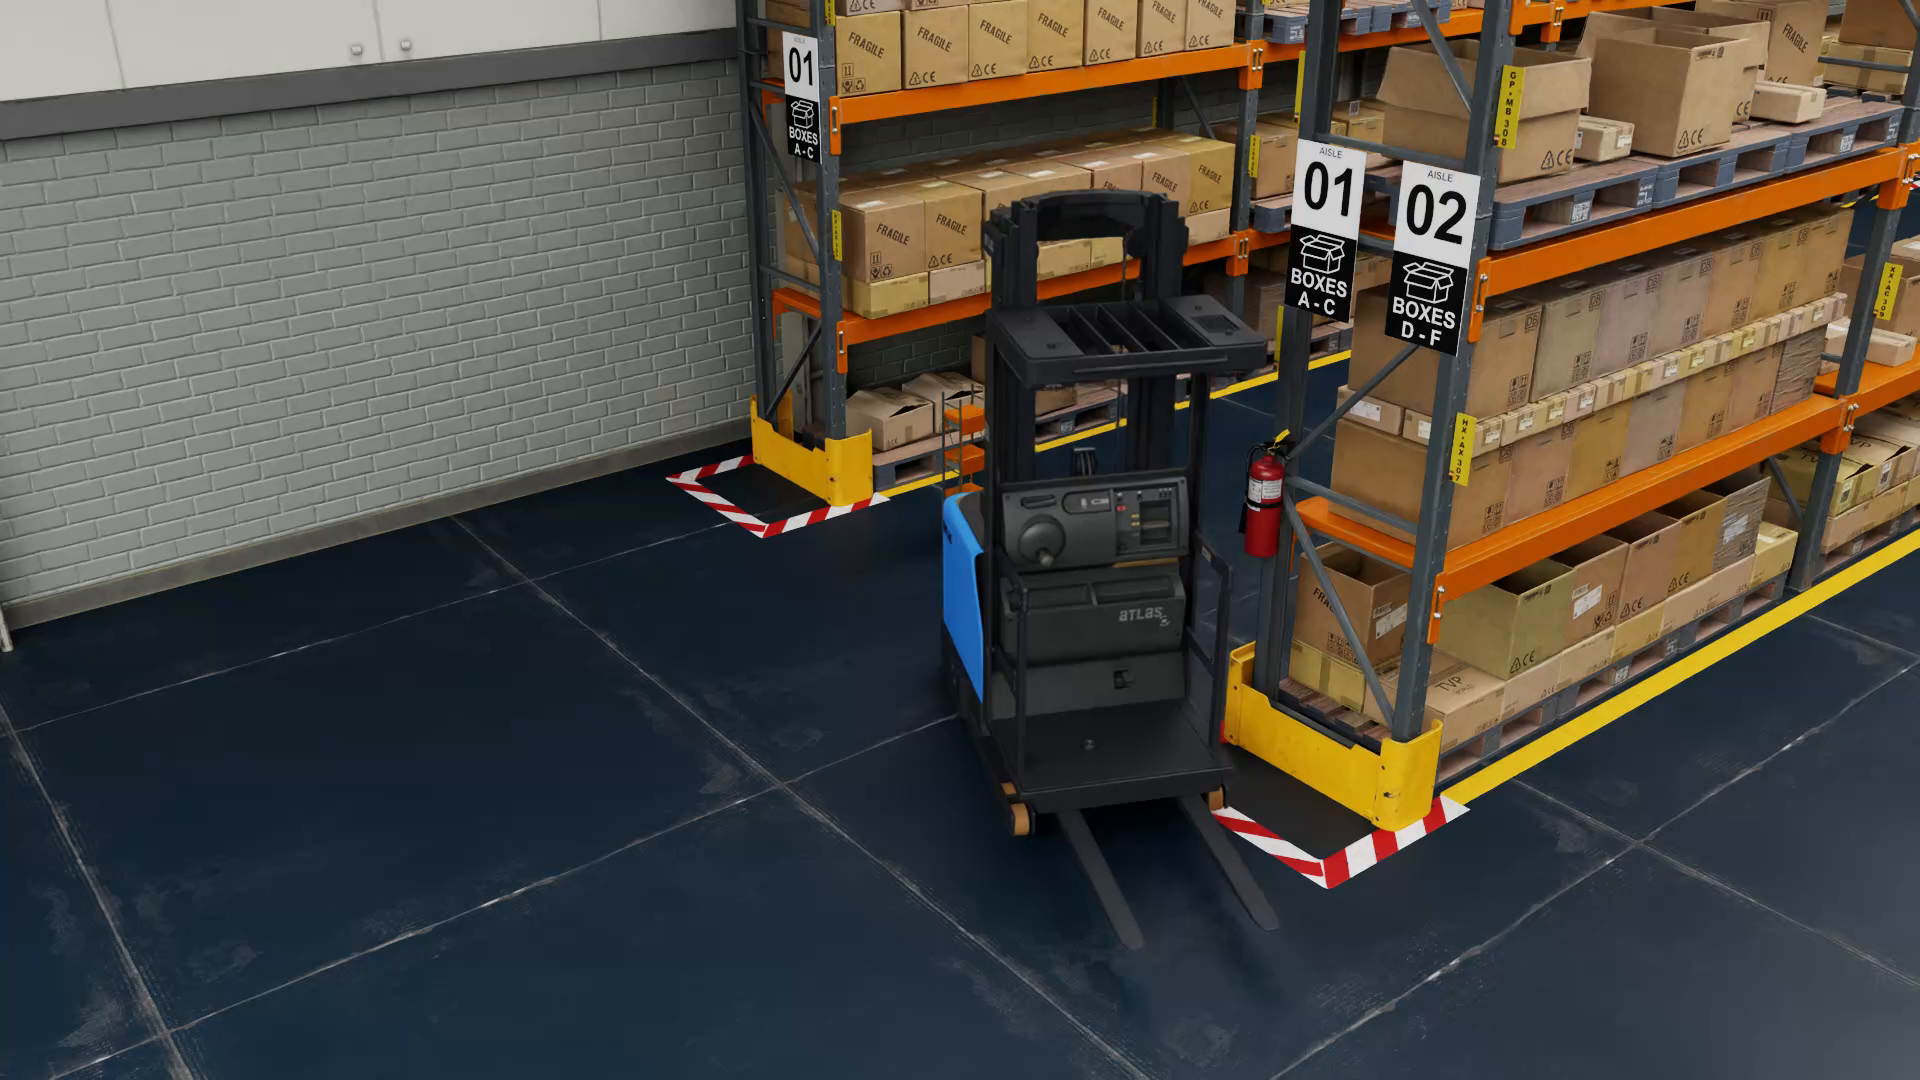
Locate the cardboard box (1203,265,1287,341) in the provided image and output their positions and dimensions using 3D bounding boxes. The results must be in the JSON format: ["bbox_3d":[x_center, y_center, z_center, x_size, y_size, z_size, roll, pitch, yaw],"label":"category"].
[{"bbox_3d":[2.566,-2.103,14.666,0.500,0.500,0.700,-17,30,-32],"label":"cardboard box"}]

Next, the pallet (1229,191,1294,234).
[{"bbox_3d":[2.688,-2.904,14.172,1.213,0.211,1.003,-18,31,-34],"label":"pallet"}]

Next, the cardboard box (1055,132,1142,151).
[{"bbox_3d":[1.089,-2.936,13.277,0.500,0.500,0.500,-18,31,-34],"label":"cardboard box"}]

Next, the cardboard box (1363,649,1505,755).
[{"bbox_3d":[2.468,0.829,8.667,0.500,0.250,0.500,-18,31,-34],"label":"cardboard box"}]

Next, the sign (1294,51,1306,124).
[{"bbox_3d":[1.585,-2.071,7.629,0.005,0.325,0.100,-18,31,-34],"label":"sign"}]

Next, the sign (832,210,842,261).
[{"bbox_3d":[-0.816,-2.015,11.000,0.005,0.325,0.100,-18,31,-34],"label":"sign"}]

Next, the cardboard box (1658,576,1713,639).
[{"bbox_3d":[4.042,0.310,9.786,0.500,0.250,0.500,-18,31,-34],"label":"cardboard box"}]

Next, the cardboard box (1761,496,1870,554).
[{"bbox_3d":[5.527,-0.167,10.814,0.500,0.250,0.500,-19,31,-35],"label":"cardboard box"}]

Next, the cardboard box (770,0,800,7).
[{"bbox_3d":[-0.973,-3.869,11.130,0.500,0.500,0.500,-17,30,-32],"label":"cardboard box"}]

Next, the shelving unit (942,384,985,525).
[{"bbox_3d":[0.042,-0.490,11.059,0.252,1.050,0.215,-18,31,-34],"label":"shelving unit"}]

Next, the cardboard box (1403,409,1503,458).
[{"bbox_3d":[2.350,-0.532,7.944,0.250,0.149,0.380,-19,31,-34],"label":"cardboard box"}]

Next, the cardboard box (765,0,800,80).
[{"bbox_3d":[-0.979,-3.409,11.327,0.500,0.500,0.500,-16,29,-30],"label":"cardboard box"}]

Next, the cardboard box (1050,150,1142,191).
[{"bbox_3d":[1.023,-2.638,12.635,0.500,0.500,0.500,-19,31,-35],"label":"cardboard box"}]

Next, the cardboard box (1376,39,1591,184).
[{"bbox_3d":[2.363,-1.971,7.583,0.637,0.503,0.797,-16,29,-31],"label":"cardboard box"}]

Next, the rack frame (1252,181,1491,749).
[{"bbox_3d":[1.909,-0.162,8.035,0.127,3.000,1.000,-18,31,-34],"label":"rack frame"}]

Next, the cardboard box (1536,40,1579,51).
[{"bbox_3d":[6.157,-4.879,16.812,0.500,0.250,0.500,-19,31,-35],"label":"cardboard box"}]

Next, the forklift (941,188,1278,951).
[{"bbox_3d":[0.711,-0.053,7.883,1.130,2.935,3.031,-5,25,-11],"label":"forklift"}]

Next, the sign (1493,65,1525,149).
[{"bbox_3d":[2.246,-1.769,6.804,0.005,0.325,0.100,-18,31,-34],"label":"sign"}]

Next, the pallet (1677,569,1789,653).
[{"bbox_3d":[4.405,0.257,10.446,1.213,0.211,1.003,-18,31,-34],"label":"pallet"}]

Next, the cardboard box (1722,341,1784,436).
[{"bbox_3d":[4.300,-0.990,9.701,0.500,0.500,0.700,-19,31,-35],"label":"cardboard box"}]

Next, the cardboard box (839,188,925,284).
[{"bbox_3d":[-0.590,-2.107,11.491,0.500,0.500,0.500,-18,31,-34],"label":"cardboard box"}]

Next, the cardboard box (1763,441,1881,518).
[{"bbox_3d":[5.535,-0.423,10.700,0.500,0.311,0.500,-18,30,-34],"label":"cardboard box"}]

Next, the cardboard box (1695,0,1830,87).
[{"bbox_3d":[4.497,-2.817,9.410,0.500,0.500,0.500,-15,29,-30],"label":"cardboard box"}]

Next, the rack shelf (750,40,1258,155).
[{"bbox_3d":[0.423,-3.356,12.209,4.000,0.370,1.077,-18,31,-34],"label":"rack shelf"}]

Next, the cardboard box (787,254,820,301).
[{"bbox_3d":[-0.903,-1.929,11.997,0.500,0.250,0.500,-18,30,-33],"label":"cardboard box"}]

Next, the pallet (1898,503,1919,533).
[{"bbox_3d":[6.573,-0.459,11.988,1.213,0.211,1.003,-18,31,-34],"label":"pallet"}]

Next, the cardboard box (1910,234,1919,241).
[{"bbox_3d":[6.894,-1.844,11.541,0.500,0.500,0.500,-20,32,-37],"label":"cardboard box"}]

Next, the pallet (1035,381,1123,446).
[{"bbox_3d":[0.529,-1.071,13.307,1.213,0.211,1.003,-18,31,-34],"label":"pallet"}]

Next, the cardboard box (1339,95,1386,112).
[{"bbox_3d":[3.814,-3.668,14.950,0.500,0.500,0.700,-18,31,-34],"label":"cardboard box"}]

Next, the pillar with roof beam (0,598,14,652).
[{"bbox_3d":[-3.199,-2.007,4.884,0.400,9.000,9.100,-18,31,-34],"label":"pillar with roof beam"}]

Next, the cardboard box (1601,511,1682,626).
[{"bbox_3d":[3.650,0.100,9.347,0.500,0.500,0.500,-18,31,-34],"label":"cardboard box"}]

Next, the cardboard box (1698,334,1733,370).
[{"bbox_3d":[3.974,-1.070,9.102,0.250,0.149,0.380,-17,30,-33],"label":"cardboard box"}]

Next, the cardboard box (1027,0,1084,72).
[{"bbox_3d":[0.526,-3.631,11.805,0.500,0.500,0.500,-16,29,-31],"label":"cardboard box"}]

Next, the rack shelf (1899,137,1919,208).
[{"bbox_3d":[6.630,-2.755,10.914,4.000,0.370,1.077,-18,31,-34],"label":"rack shelf"}]

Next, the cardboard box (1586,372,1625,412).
[{"bbox_3d":[3.162,-0.801,8.523,0.250,0.149,0.380,-19,31,-36],"label":"cardboard box"}]

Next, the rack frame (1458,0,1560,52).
[{"bbox_3d":[5.144,-3.880,16.047,0.127,3.000,1.000,-18,31,-34],"label":"rack frame"}]

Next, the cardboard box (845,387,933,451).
[{"bbox_3d":[-0.551,-0.932,12.366,0.500,0.311,0.500,-23,33,-40],"label":"cardboard box"}]

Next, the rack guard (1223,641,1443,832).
[{"bbox_3d":[1.890,0.978,8.548,0.348,0.500,1.175,-18,31,-34],"label":"rack guard"}]

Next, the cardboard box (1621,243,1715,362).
[{"bbox_3d":[3.526,-1.326,8.885,0.500,0.500,0.700,-18,31,-34],"label":"cardboard box"}]

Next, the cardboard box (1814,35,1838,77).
[{"bbox_3d":[9.307,-5.378,18.919,0.700,0.700,0.980,-19,31,-35],"label":"cardboard box"}]

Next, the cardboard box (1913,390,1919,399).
[{"bbox_3d":[7.140,-0.953,11.841,0.500,0.311,0.500,-18,31,-34],"label":"cardboard box"}]

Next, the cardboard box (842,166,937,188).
[{"bbox_3d":[-0.509,-2.403,12.129,0.500,0.500,0.500,-18,30,-33],"label":"cardboard box"}]

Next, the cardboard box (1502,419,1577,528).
[{"bbox_3d":[2.694,-0.462,8.564,0.500,0.500,0.700,-17,30,-33],"label":"cardboard box"}]

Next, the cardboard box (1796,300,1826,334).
[{"bbox_3d":[4.779,-1.335,9.675,0.250,0.149,0.380,-19,31,-35],"label":"cardboard box"}]

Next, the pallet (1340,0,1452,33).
[{"bbox_3d":[3.362,-4.512,14.068,1.003,0.211,1.213,-18,31,-34],"label":"pallet"}]

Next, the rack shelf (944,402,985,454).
[{"bbox_3d":[0.042,-0.738,10.944,0.240,0.259,0.215,-18,31,-34],"label":"rack shelf"}]

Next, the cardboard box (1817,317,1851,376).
[{"bbox_3d":[5.417,-1.275,10.613,0.500,0.250,0.500,-16,29,-31],"label":"cardboard box"}]

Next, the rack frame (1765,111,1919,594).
[{"bbox_3d":[5.056,-1.201,10.274,0.127,3.000,1.000,-18,31,-34],"label":"rack frame"}]

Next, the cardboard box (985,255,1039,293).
[{"bbox_3d":[0.233,-2.034,12.225,0.500,0.250,0.500,-19,31,-35],"label":"cardboard box"}]

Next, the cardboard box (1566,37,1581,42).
[{"bbox_3d":[6.557,-5.011,17.098,0.500,0.250,0.500,-19,31,-35],"label":"cardboard box"}]
